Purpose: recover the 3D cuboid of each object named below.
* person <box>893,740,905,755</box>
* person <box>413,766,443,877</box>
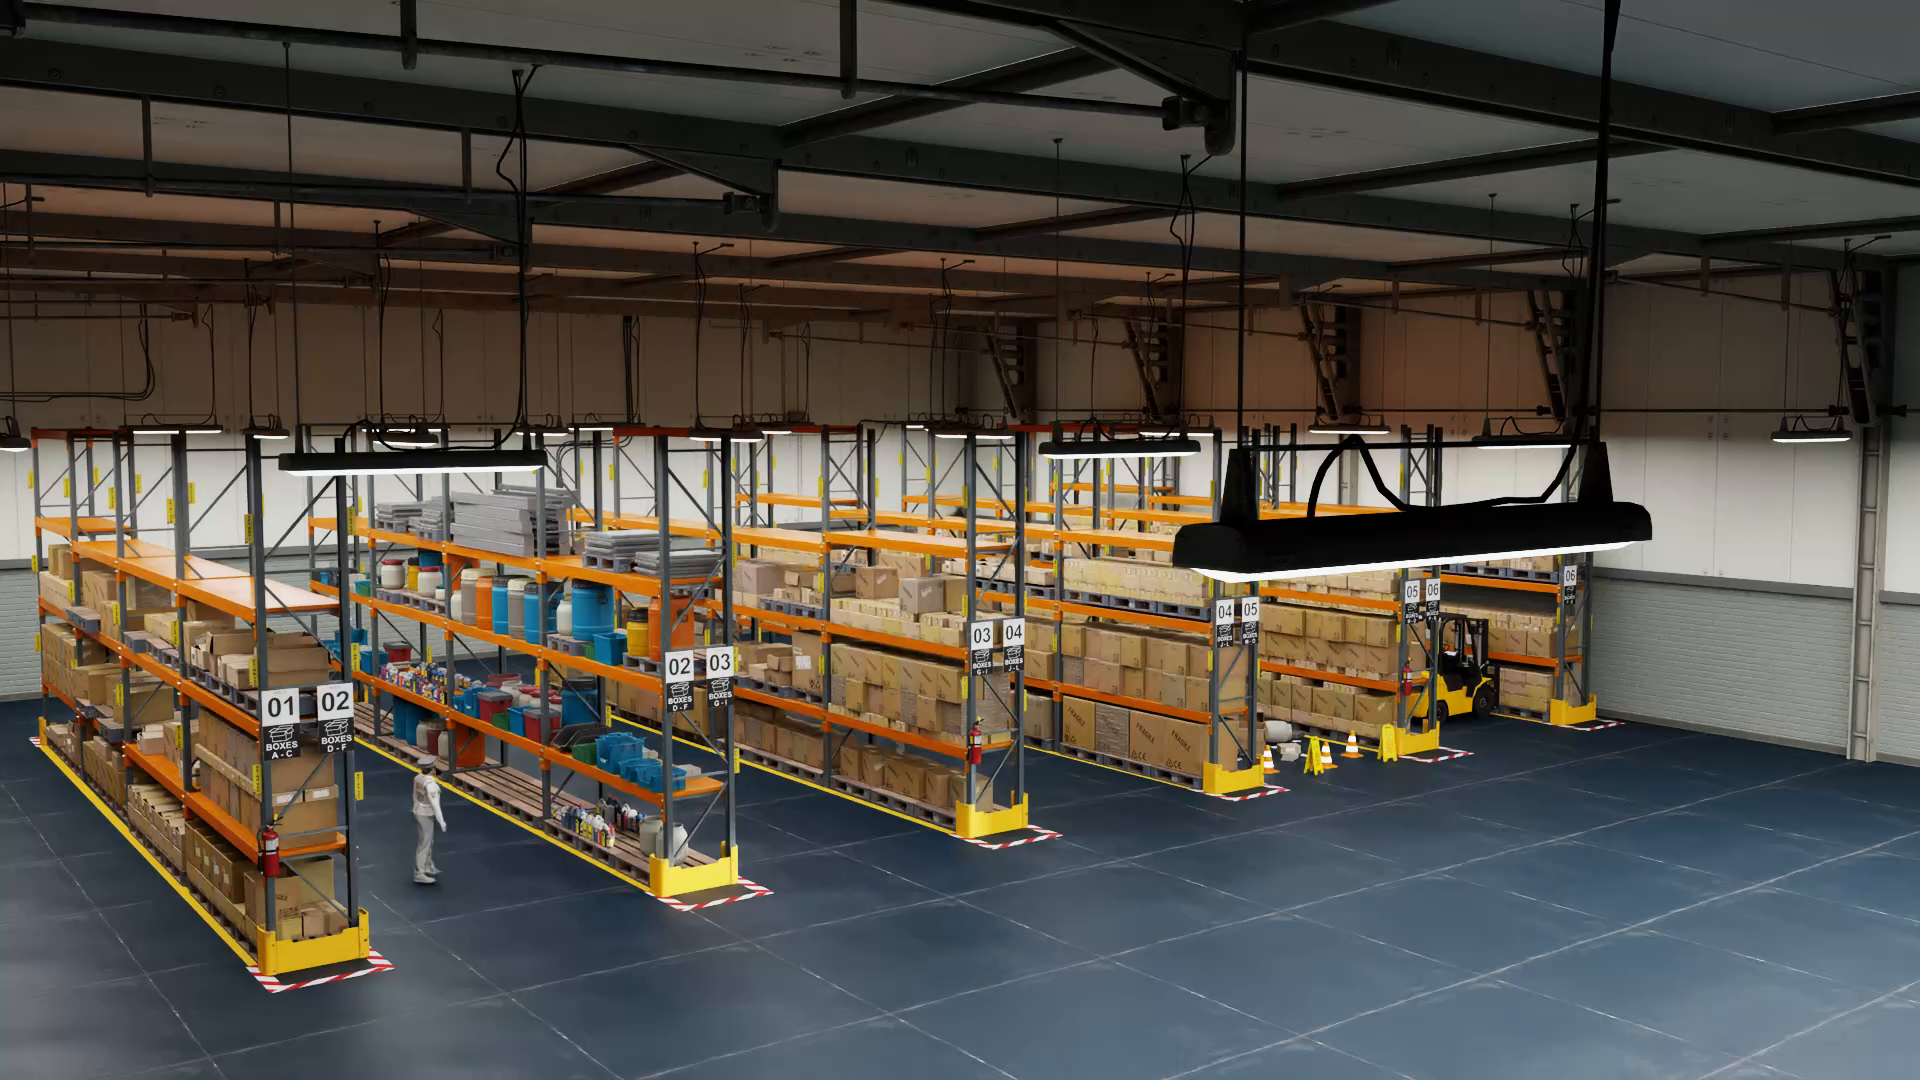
[{"bbox_3d":[-1.020,3.108,30.072,0.344,1.587,0.564,-2,5,-23],"label":"person"},{"bbox_3d":[-7.195,3.704,22.368,0.391,1.575,0.554,-3,5,-30],"label":"person"}]
